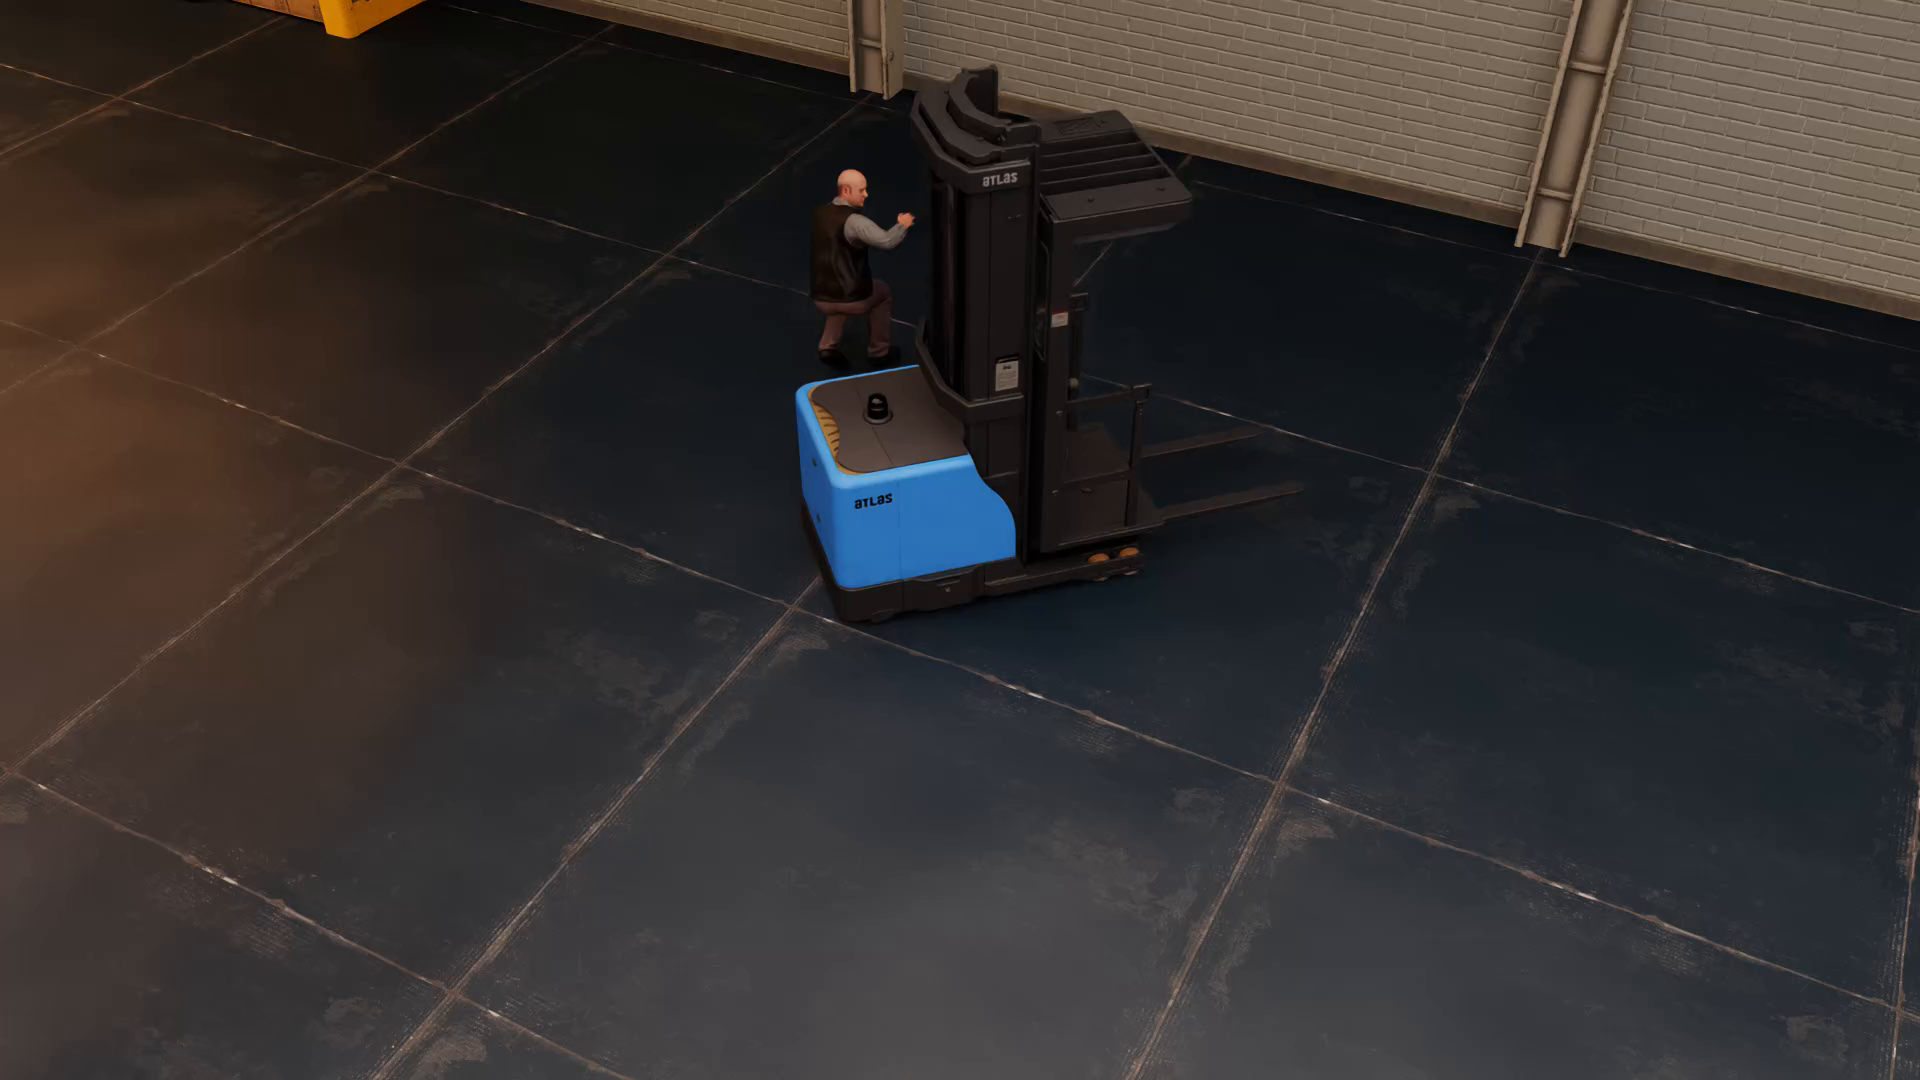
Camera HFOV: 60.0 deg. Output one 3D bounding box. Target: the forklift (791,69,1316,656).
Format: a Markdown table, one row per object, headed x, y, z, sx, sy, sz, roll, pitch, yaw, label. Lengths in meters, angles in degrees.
| x | y | z | sx | sy | sz | roll | pitch | yaw | label |
| --- | --- | --- | --- | --- | --- | --- | --- | --- | --- |
| 0.562 | -0.950 | 9.114 | 3.031 | 2.935 | 1.130 | 18 | 43 | 20 | forklift |

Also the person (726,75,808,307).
| x | y | z | sx | sy | sz | roll | pitch | yaw | label |
| --- | --- | --- | --- | --- | --- | --- | --- | --- | --- |
| -1.403 | -2.514 | 11.910 | 0.360 | 1.725 | 0.529 | -25 | 46 | -26 | person |
